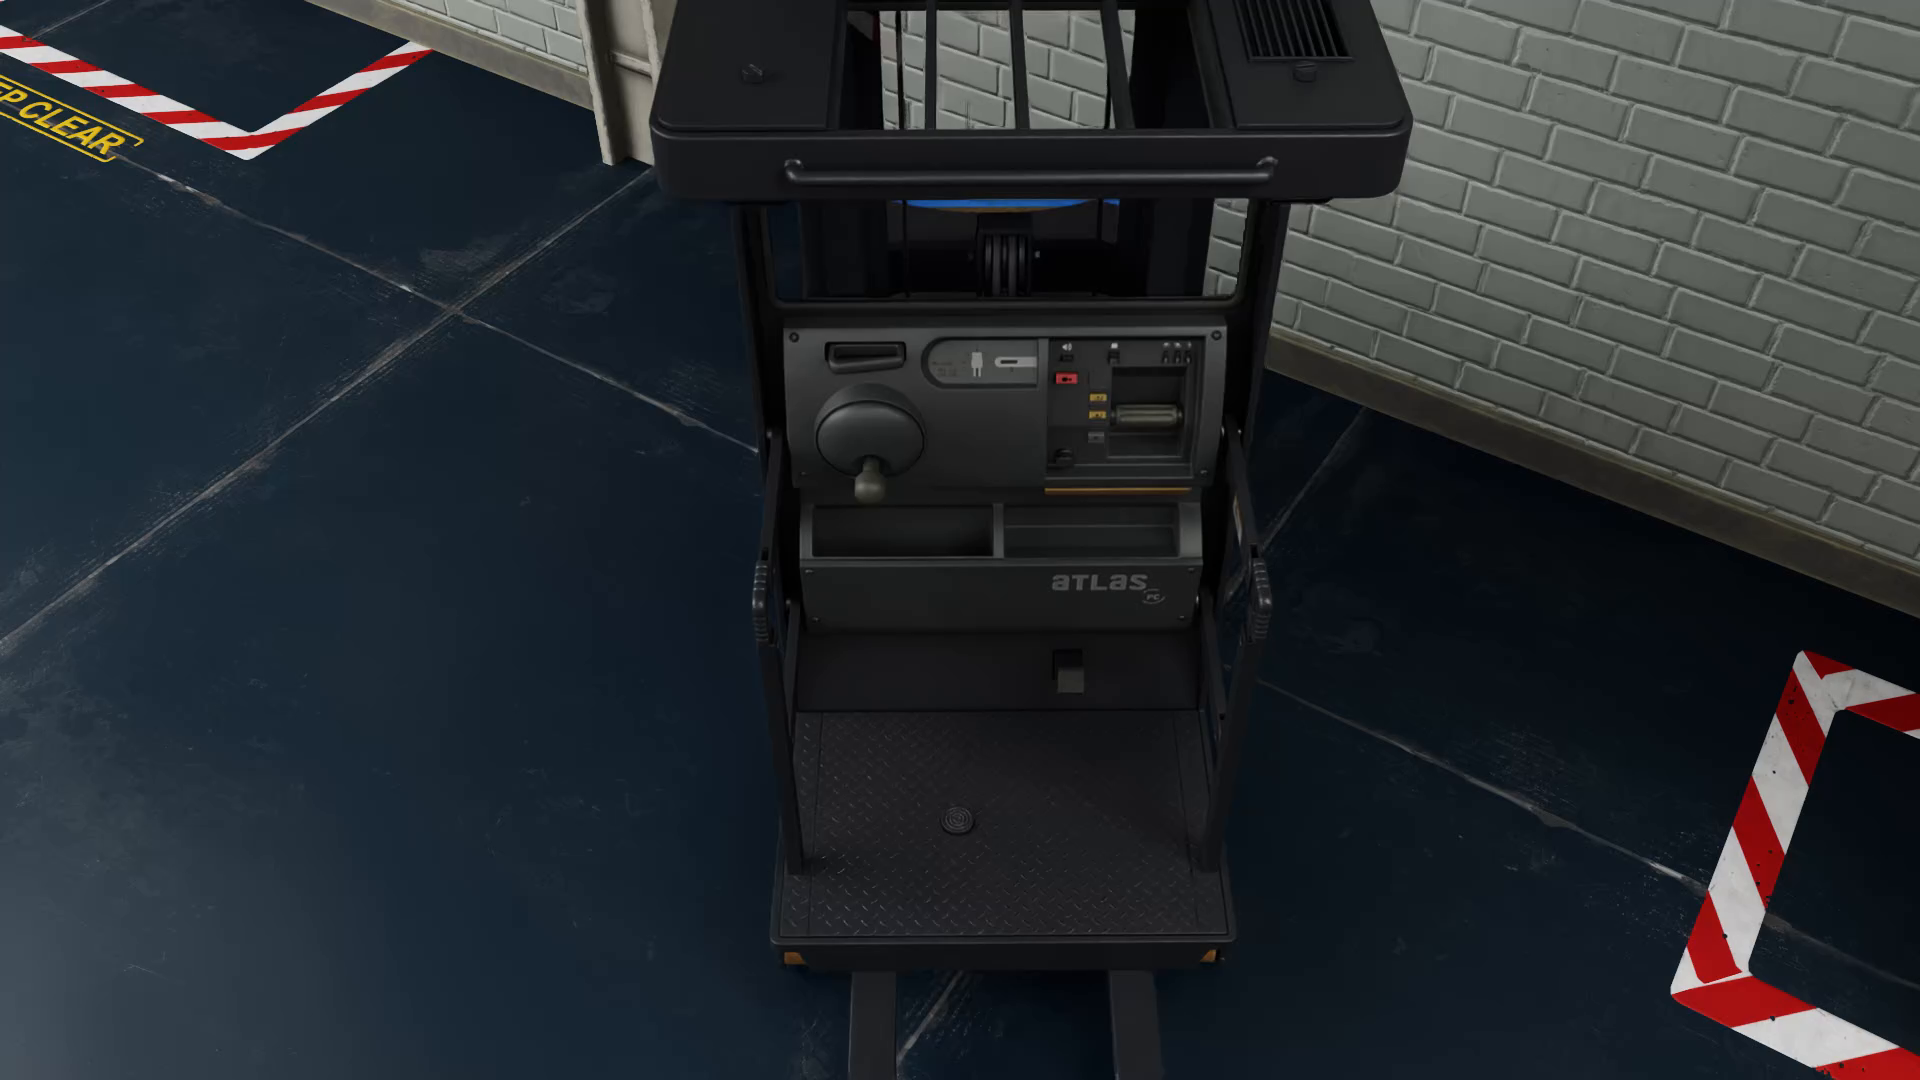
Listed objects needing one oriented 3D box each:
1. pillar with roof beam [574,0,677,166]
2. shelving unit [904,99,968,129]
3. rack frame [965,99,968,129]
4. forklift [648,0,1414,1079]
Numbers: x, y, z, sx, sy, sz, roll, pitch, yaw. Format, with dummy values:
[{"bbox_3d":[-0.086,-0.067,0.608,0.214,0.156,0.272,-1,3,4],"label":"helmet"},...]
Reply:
[{"bbox_3d":[-3.526,-2.087,1.003,0.400,9.000,9.100,25,51,22],"label":"pillar with roof beam"},{"bbox_3d":[-0.073,-0.773,5.164,0.189,1.200,0.258,1,46,1],"label":"shelving unit"},{"bbox_3d":[0.019,-0.772,5.162,0.006,1.200,0.240,1,46,1],"label":"rack frame"},{"bbox_3d":[0.099,-0.182,3.383,1.130,2.935,3.031,0,46,0],"label":"forklift"}]
